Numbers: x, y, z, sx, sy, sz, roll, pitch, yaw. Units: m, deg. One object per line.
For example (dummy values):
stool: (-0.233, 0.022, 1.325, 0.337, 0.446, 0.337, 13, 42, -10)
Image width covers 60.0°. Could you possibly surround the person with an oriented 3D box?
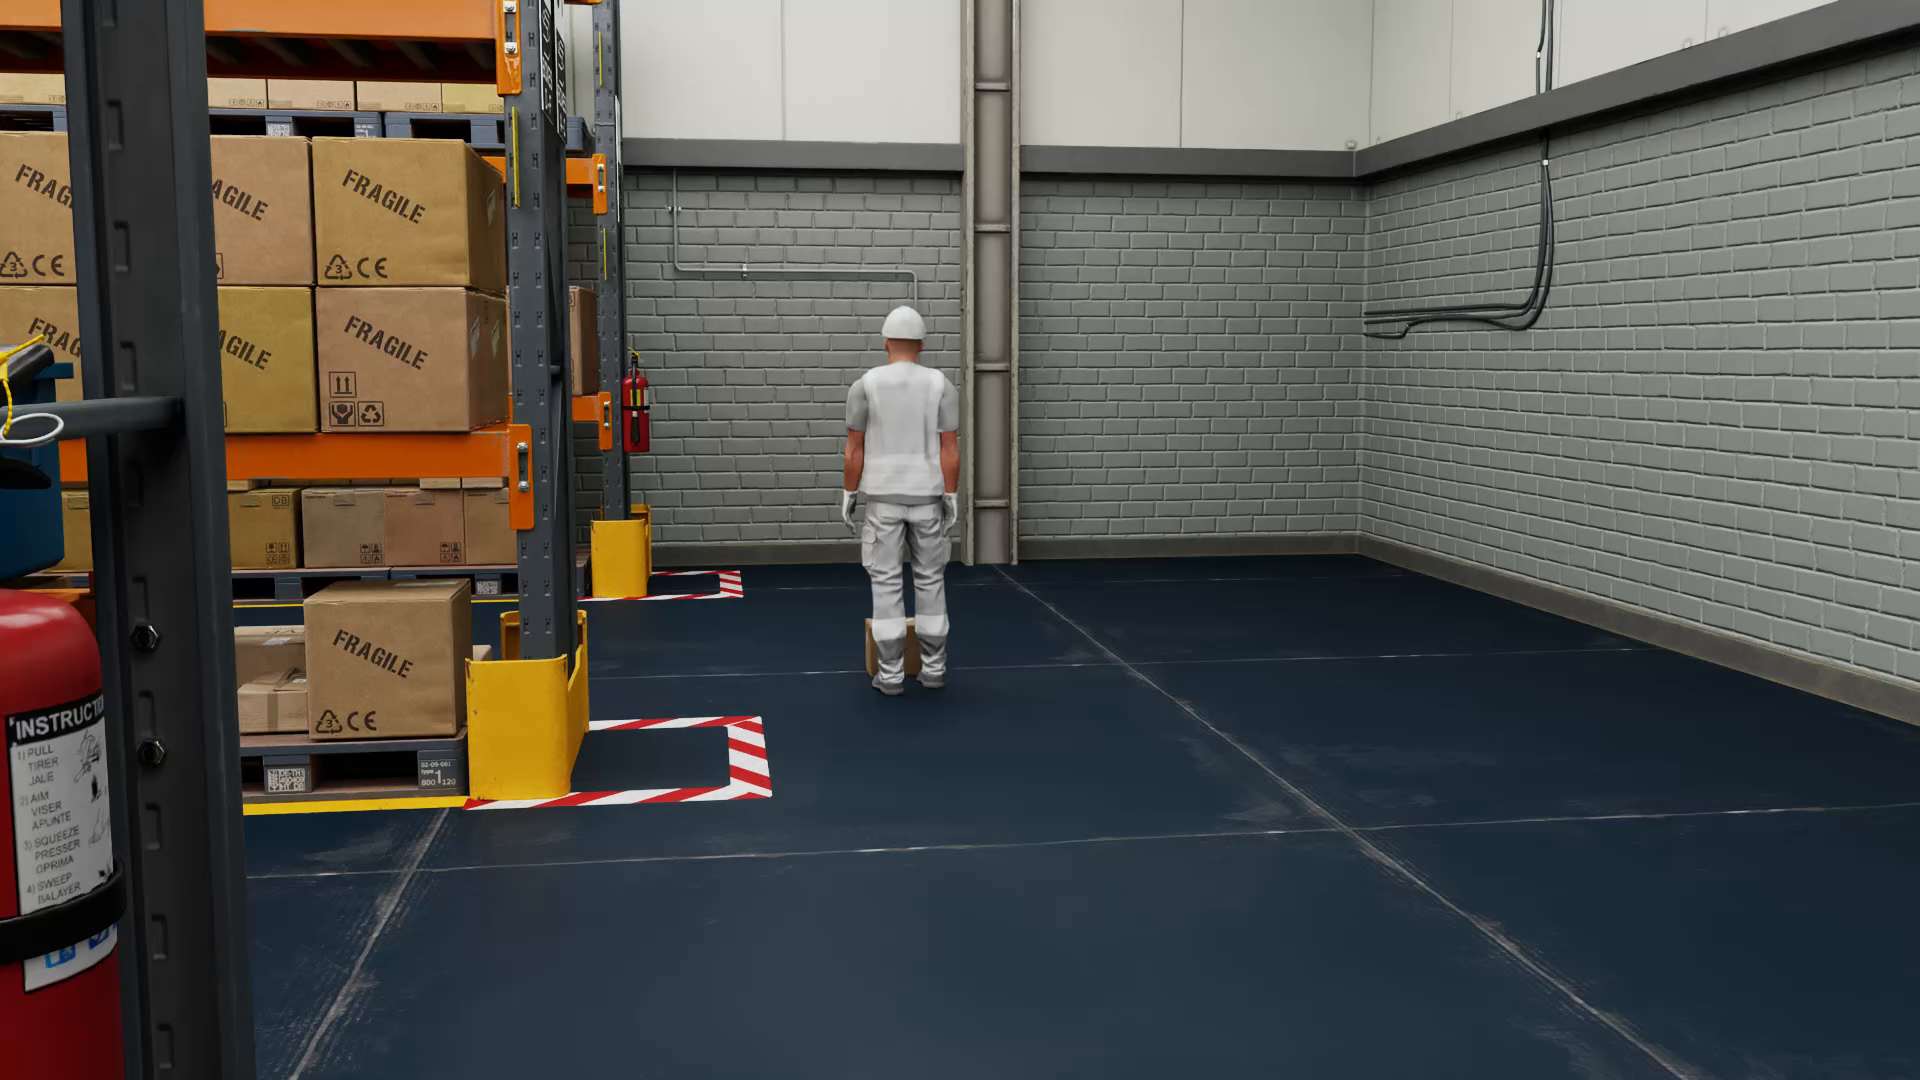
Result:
person: (-0.284, -0.189, 7.776, 0.540, 1.791, 0.461, -1, 6, -8)
